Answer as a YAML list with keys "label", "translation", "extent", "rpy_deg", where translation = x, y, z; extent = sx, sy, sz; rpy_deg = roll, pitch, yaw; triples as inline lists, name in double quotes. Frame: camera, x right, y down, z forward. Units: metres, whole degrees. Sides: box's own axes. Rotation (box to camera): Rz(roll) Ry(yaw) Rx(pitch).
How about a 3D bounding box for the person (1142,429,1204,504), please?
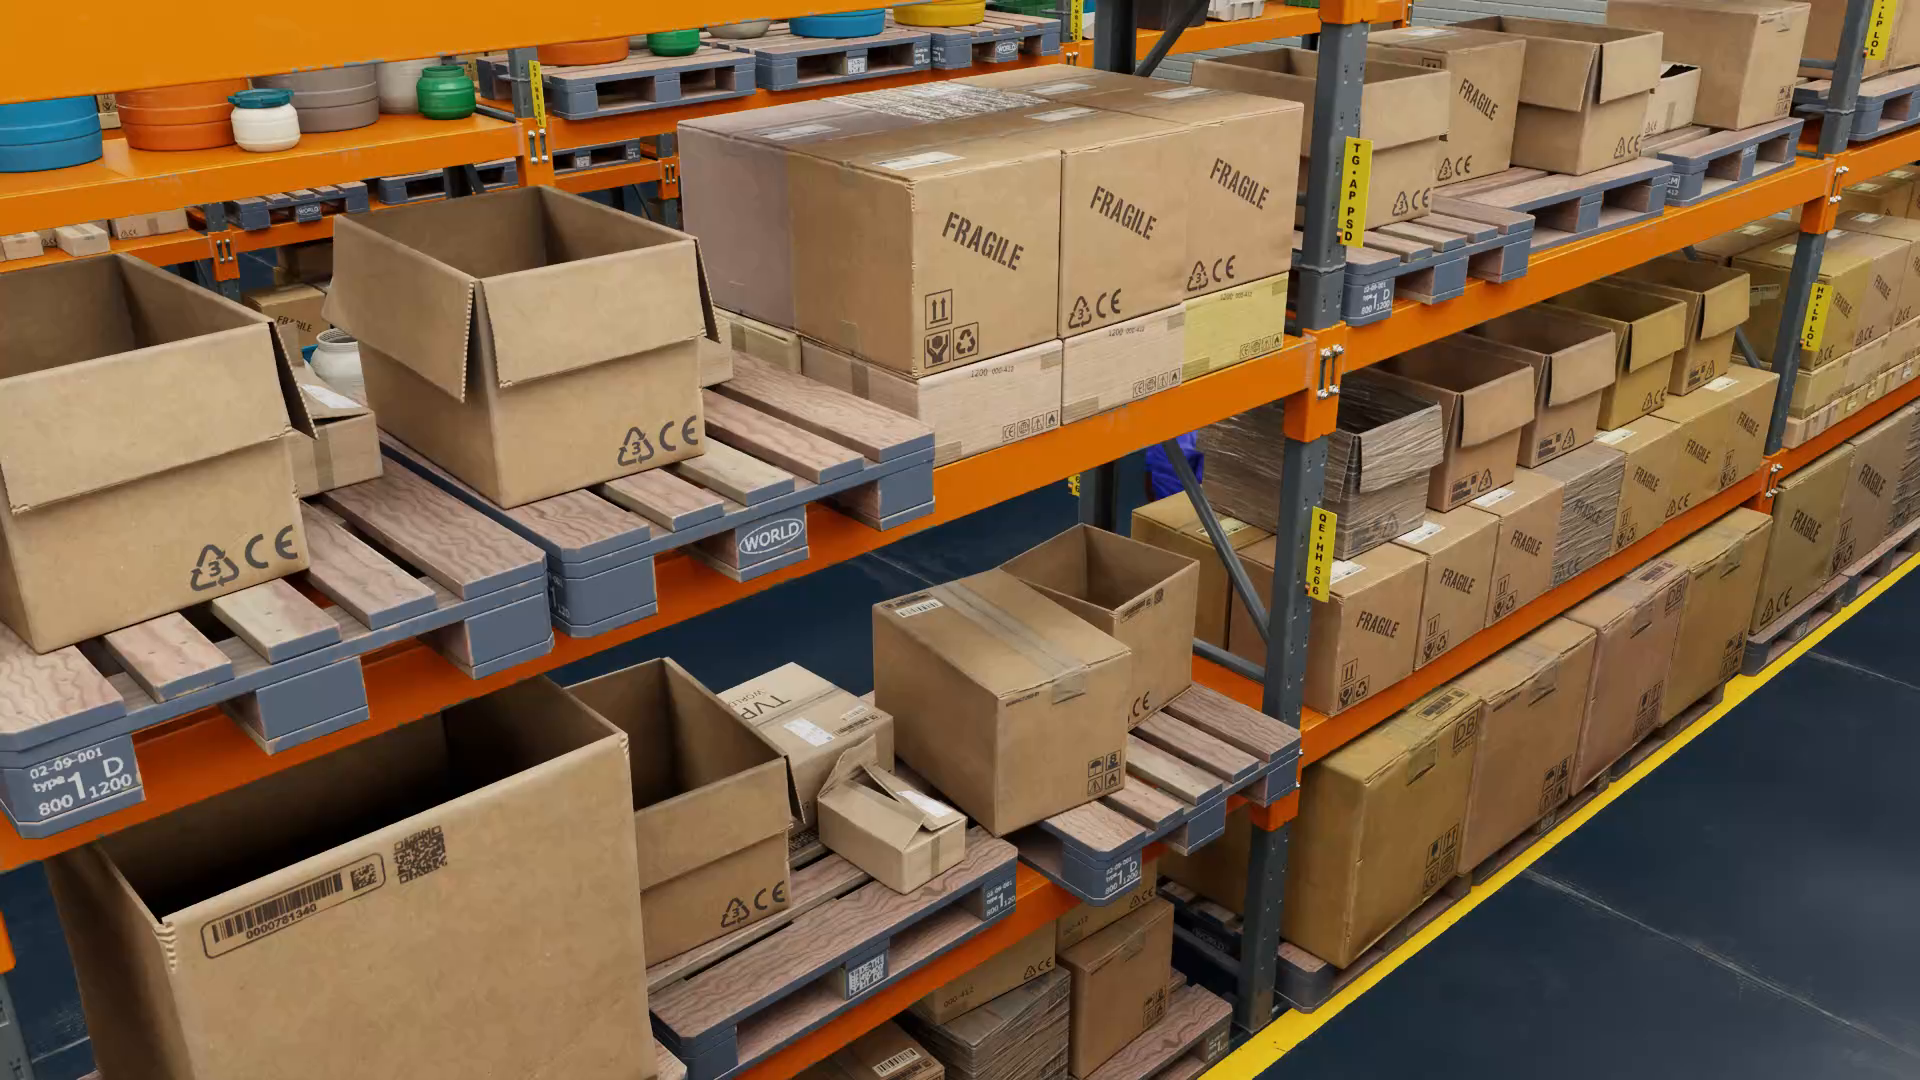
- label: "person"
  translation: [1.170, -0.041, 8.697]
  extent: [0.348, 1.658, 0.497]
  rpy_deg: [-22, 33, -40]
